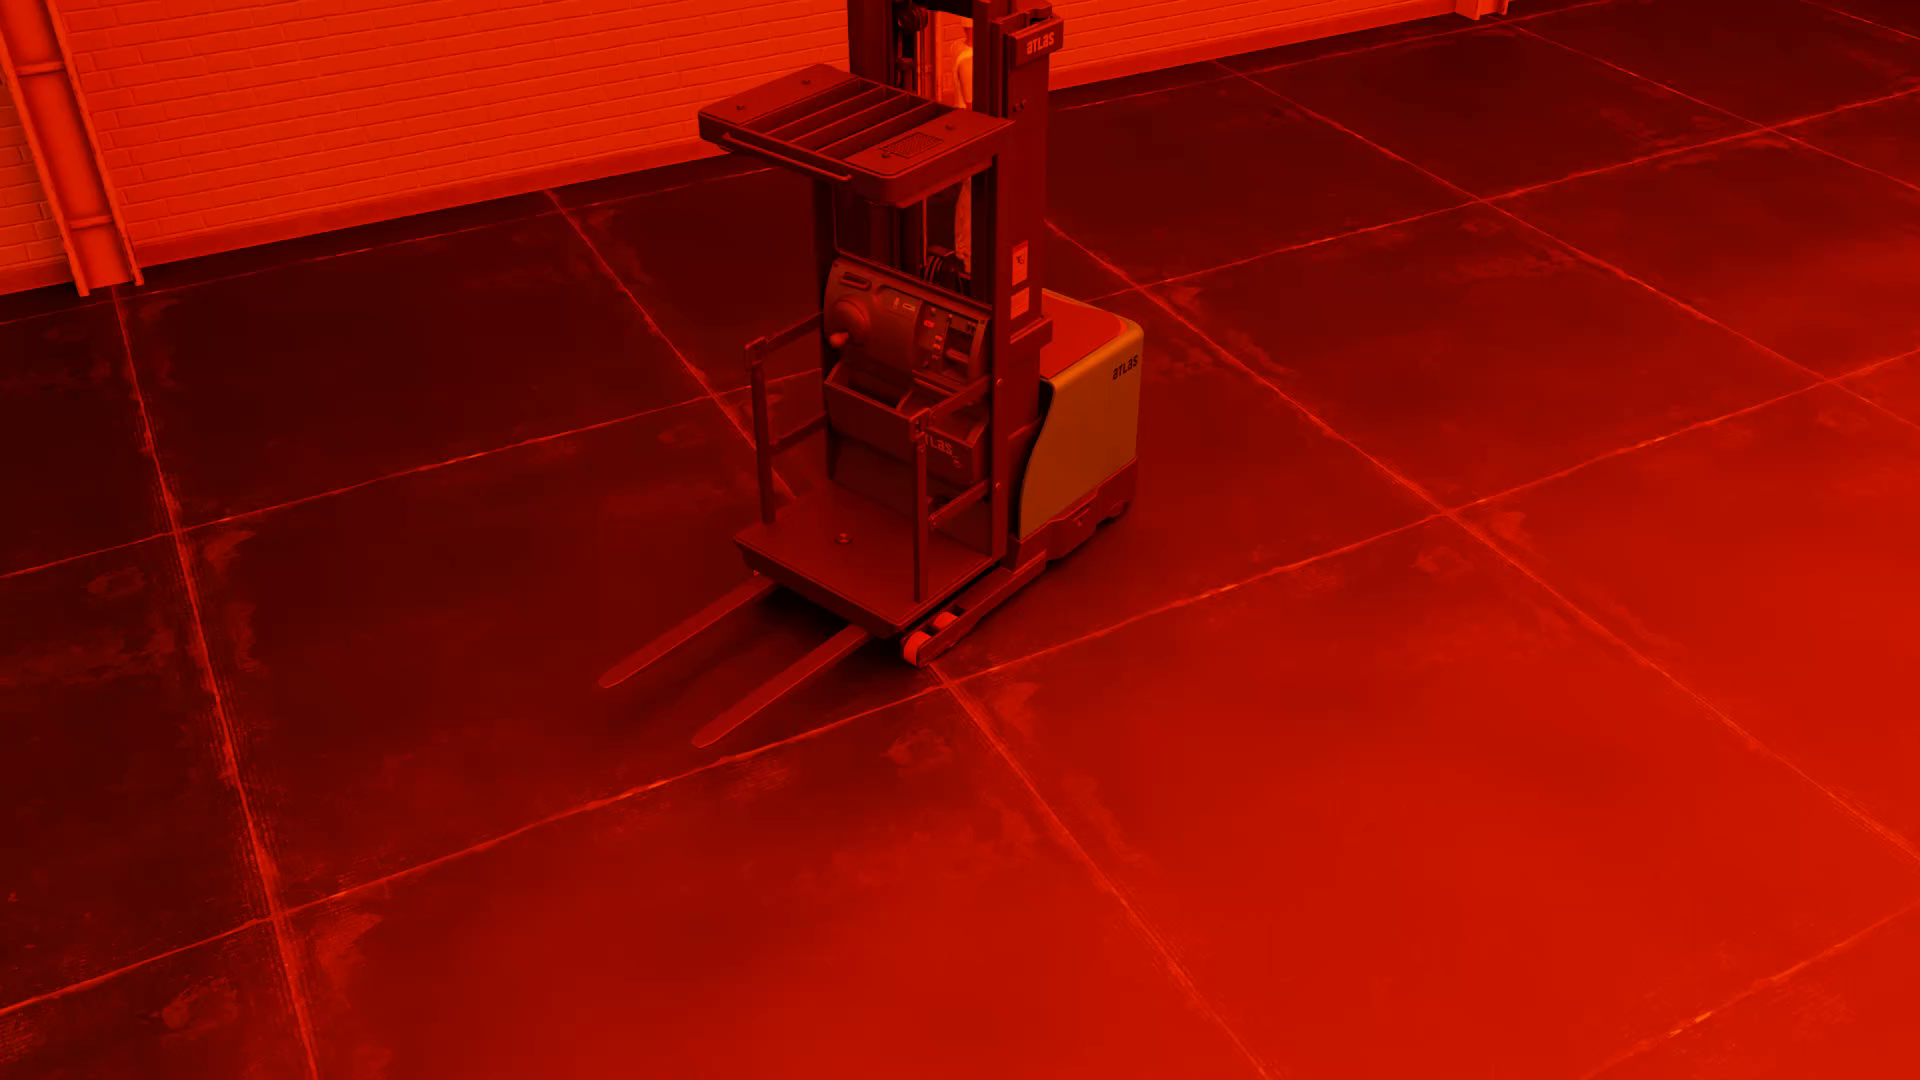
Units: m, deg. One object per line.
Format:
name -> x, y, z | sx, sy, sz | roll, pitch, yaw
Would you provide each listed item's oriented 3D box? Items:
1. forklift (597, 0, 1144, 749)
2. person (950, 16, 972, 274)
forklift -> -0.390, -0.927, 7.434 | 1.130, 2.935, 3.031 | 26, 43, 31
person -> 0.131, -2.628, 10.834 | 0.377, 1.789, 0.582 | -4, 35, -6
